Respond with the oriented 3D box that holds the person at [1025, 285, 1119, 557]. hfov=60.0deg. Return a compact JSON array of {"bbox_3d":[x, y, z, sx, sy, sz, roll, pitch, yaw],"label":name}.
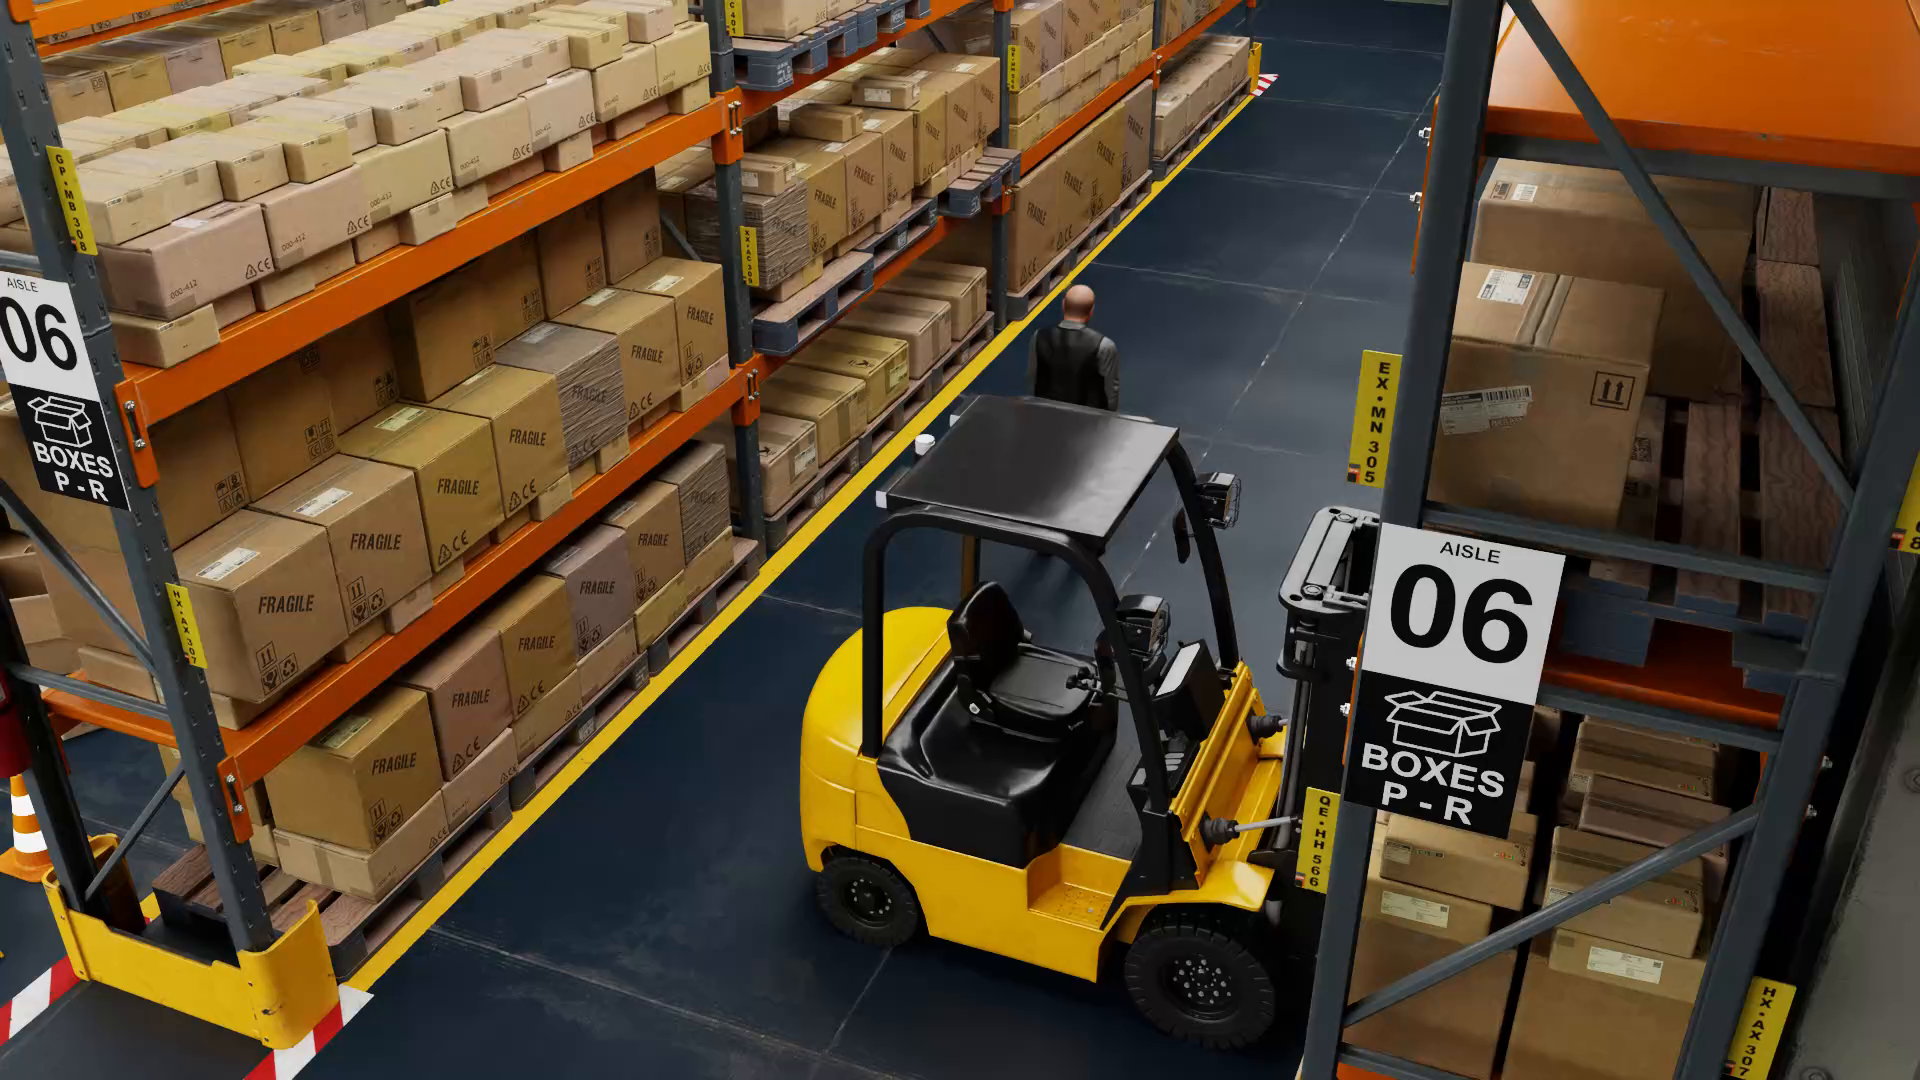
[{"bbox_3d":[0.633,-0.652,9.656,0.563,1.658,0.447,12,32,20],"label":"person"}]
